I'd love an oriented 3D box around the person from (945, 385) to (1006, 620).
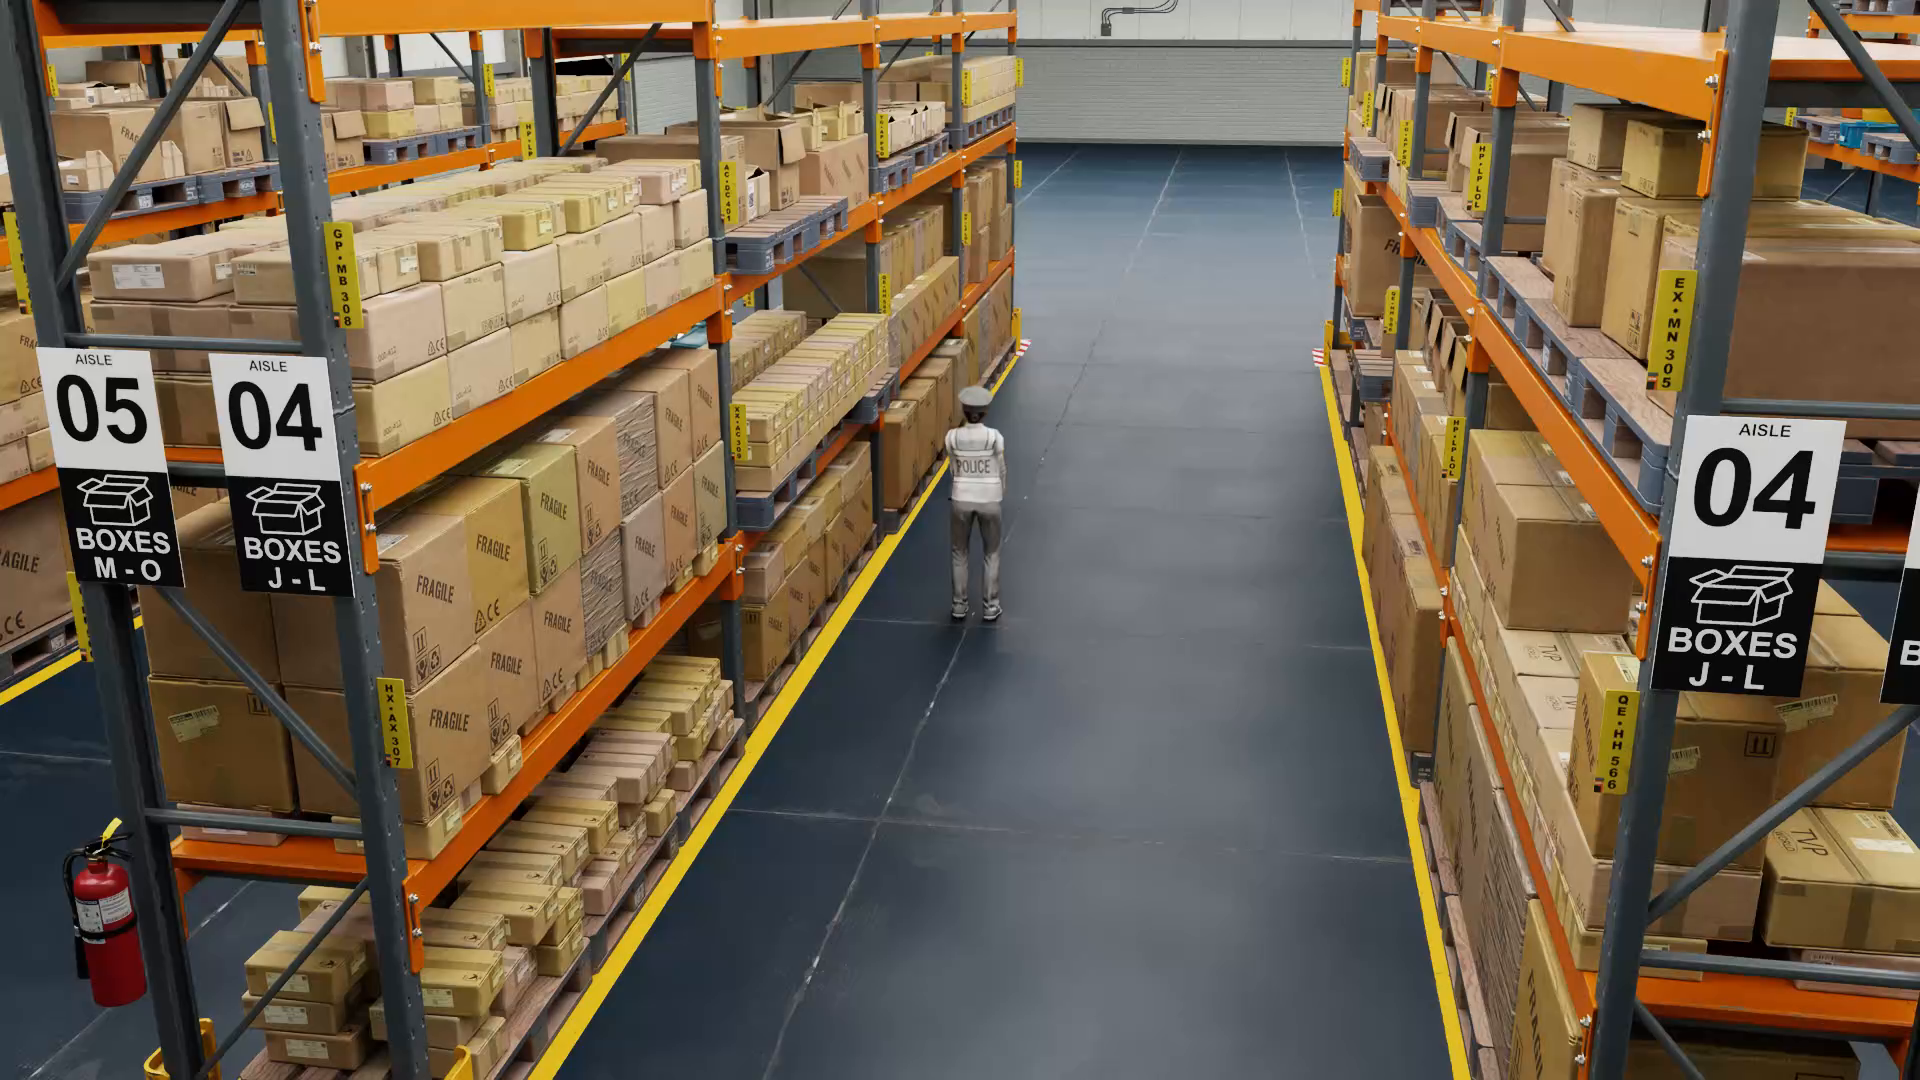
[{"bbox_3d":[0.114,-0.276,11.888,0.417,1.682,0.528,2,18,7],"label":"person"}]
